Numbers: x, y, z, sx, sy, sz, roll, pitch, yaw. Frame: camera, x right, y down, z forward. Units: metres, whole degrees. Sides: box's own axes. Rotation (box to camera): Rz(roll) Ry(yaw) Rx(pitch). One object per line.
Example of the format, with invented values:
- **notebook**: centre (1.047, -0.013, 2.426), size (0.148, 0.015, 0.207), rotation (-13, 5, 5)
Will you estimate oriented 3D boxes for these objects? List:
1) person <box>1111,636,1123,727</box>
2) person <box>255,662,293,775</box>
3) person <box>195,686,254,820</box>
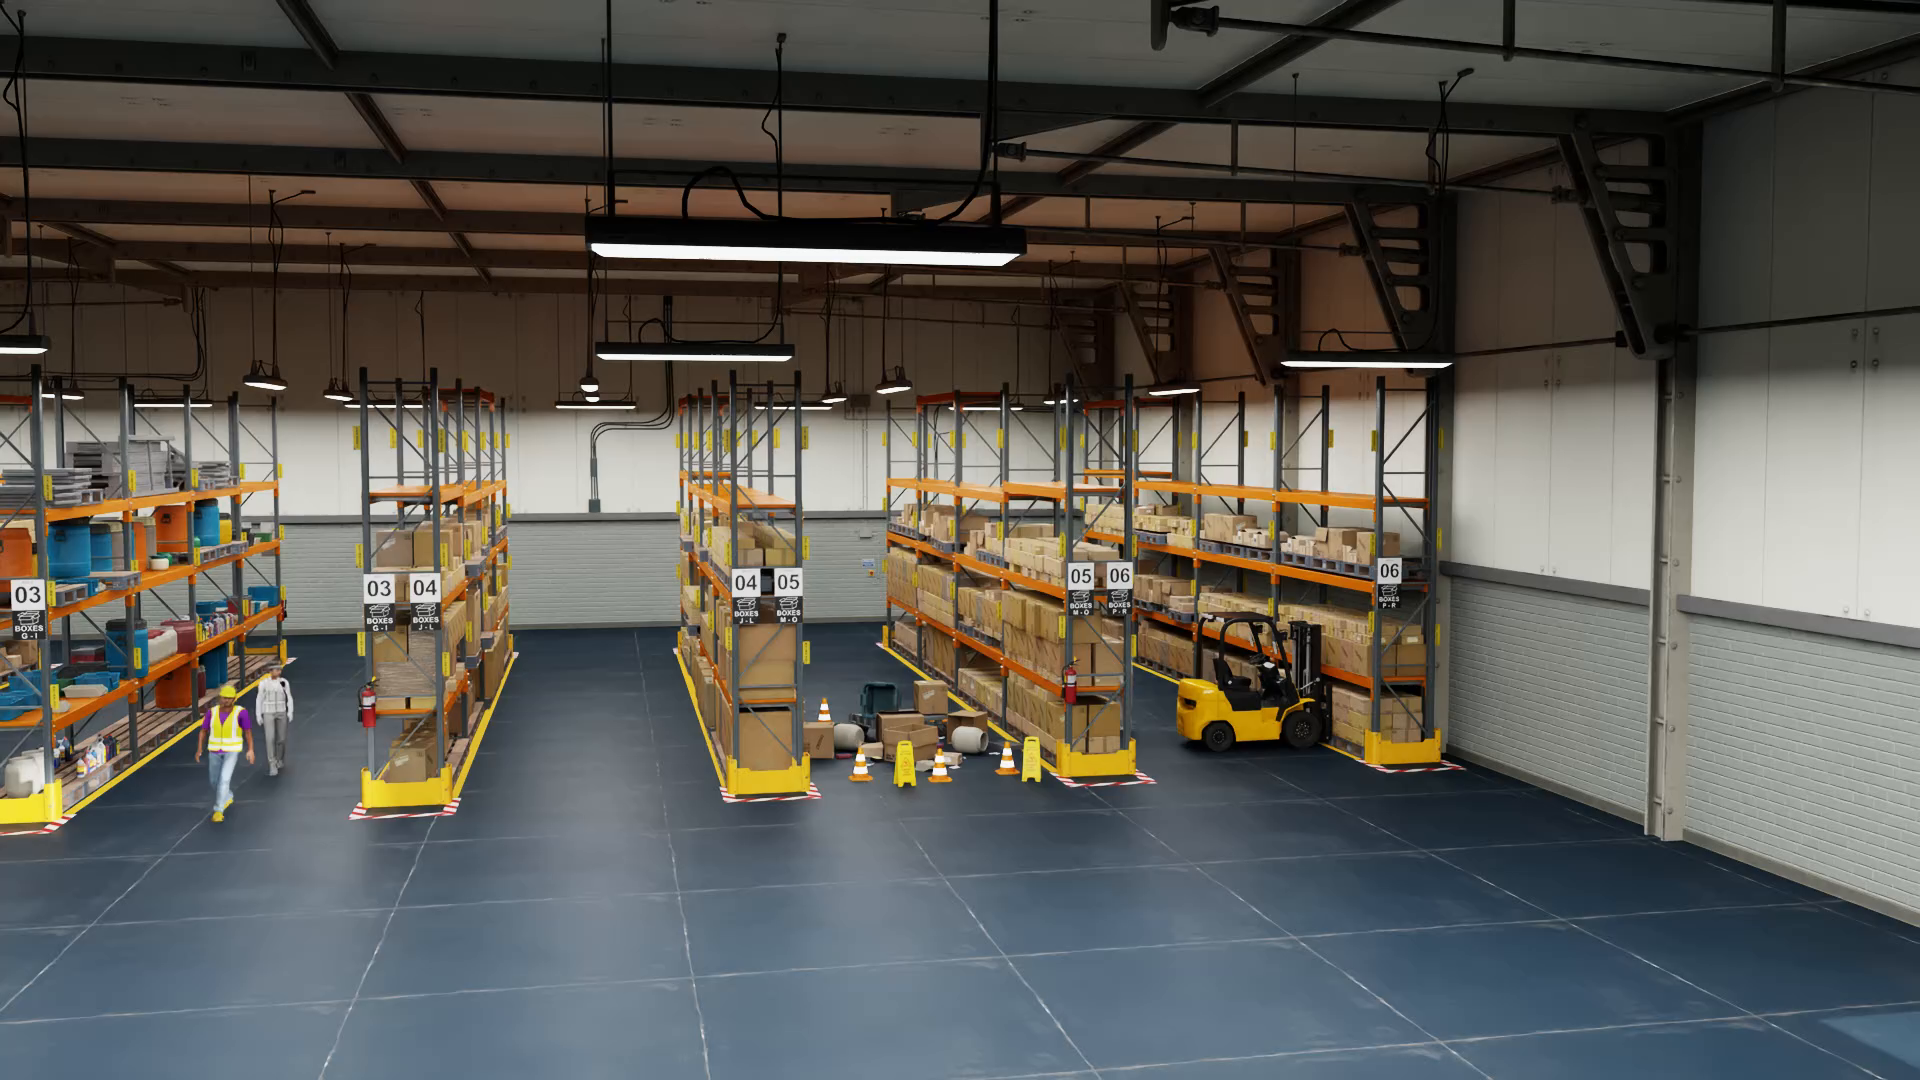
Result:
- **person**: centre (2.746, 2.490, 29.012), size (0.452, 1.615, 0.531), rotation (-1, 3, -9)
- **person**: centre (-10.360, 2.700, 25.275), size (0.699, 1.655, 0.509), rotation (3, 5, 45)
- **person**: centre (-9.820, 2.823, 22.213), size (0.681, 1.724, 0.746), rotation (-1, 3, -13)
